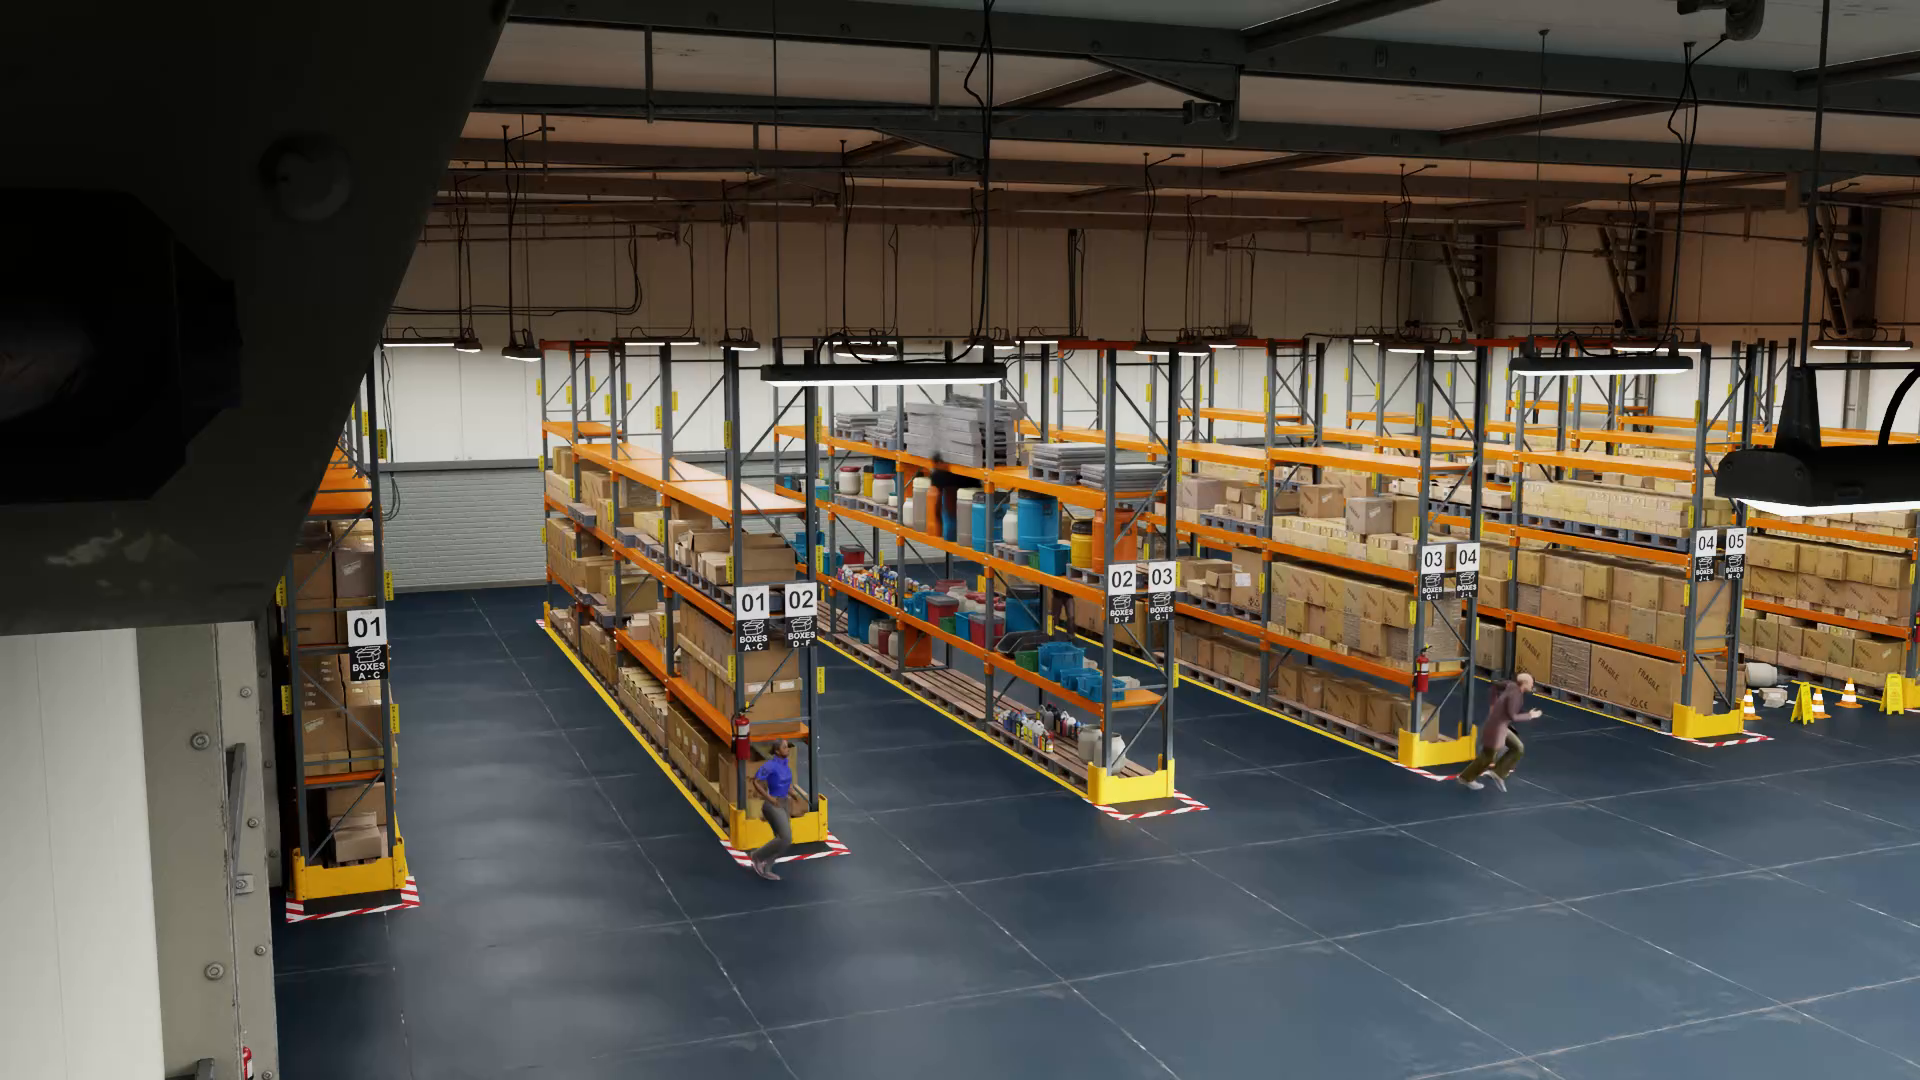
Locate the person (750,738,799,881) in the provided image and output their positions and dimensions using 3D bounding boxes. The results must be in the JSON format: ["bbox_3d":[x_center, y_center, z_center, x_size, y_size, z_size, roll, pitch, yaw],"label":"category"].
[{"bbox_3d":[-2.092,3.079,19.067,0.520,1.619,0.570,2,8,16],"label":"person"}]

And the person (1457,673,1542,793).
[{"bbox_3d":[7.464,2.610,22.487,0.725,1.678,0.706,2,8,16],"label":"person"}]

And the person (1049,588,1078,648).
[{"bbox_3d":[-2.731,0.981,25.364,14.649,3.646,7.304,-4,8,-27],"label":"person"}]
